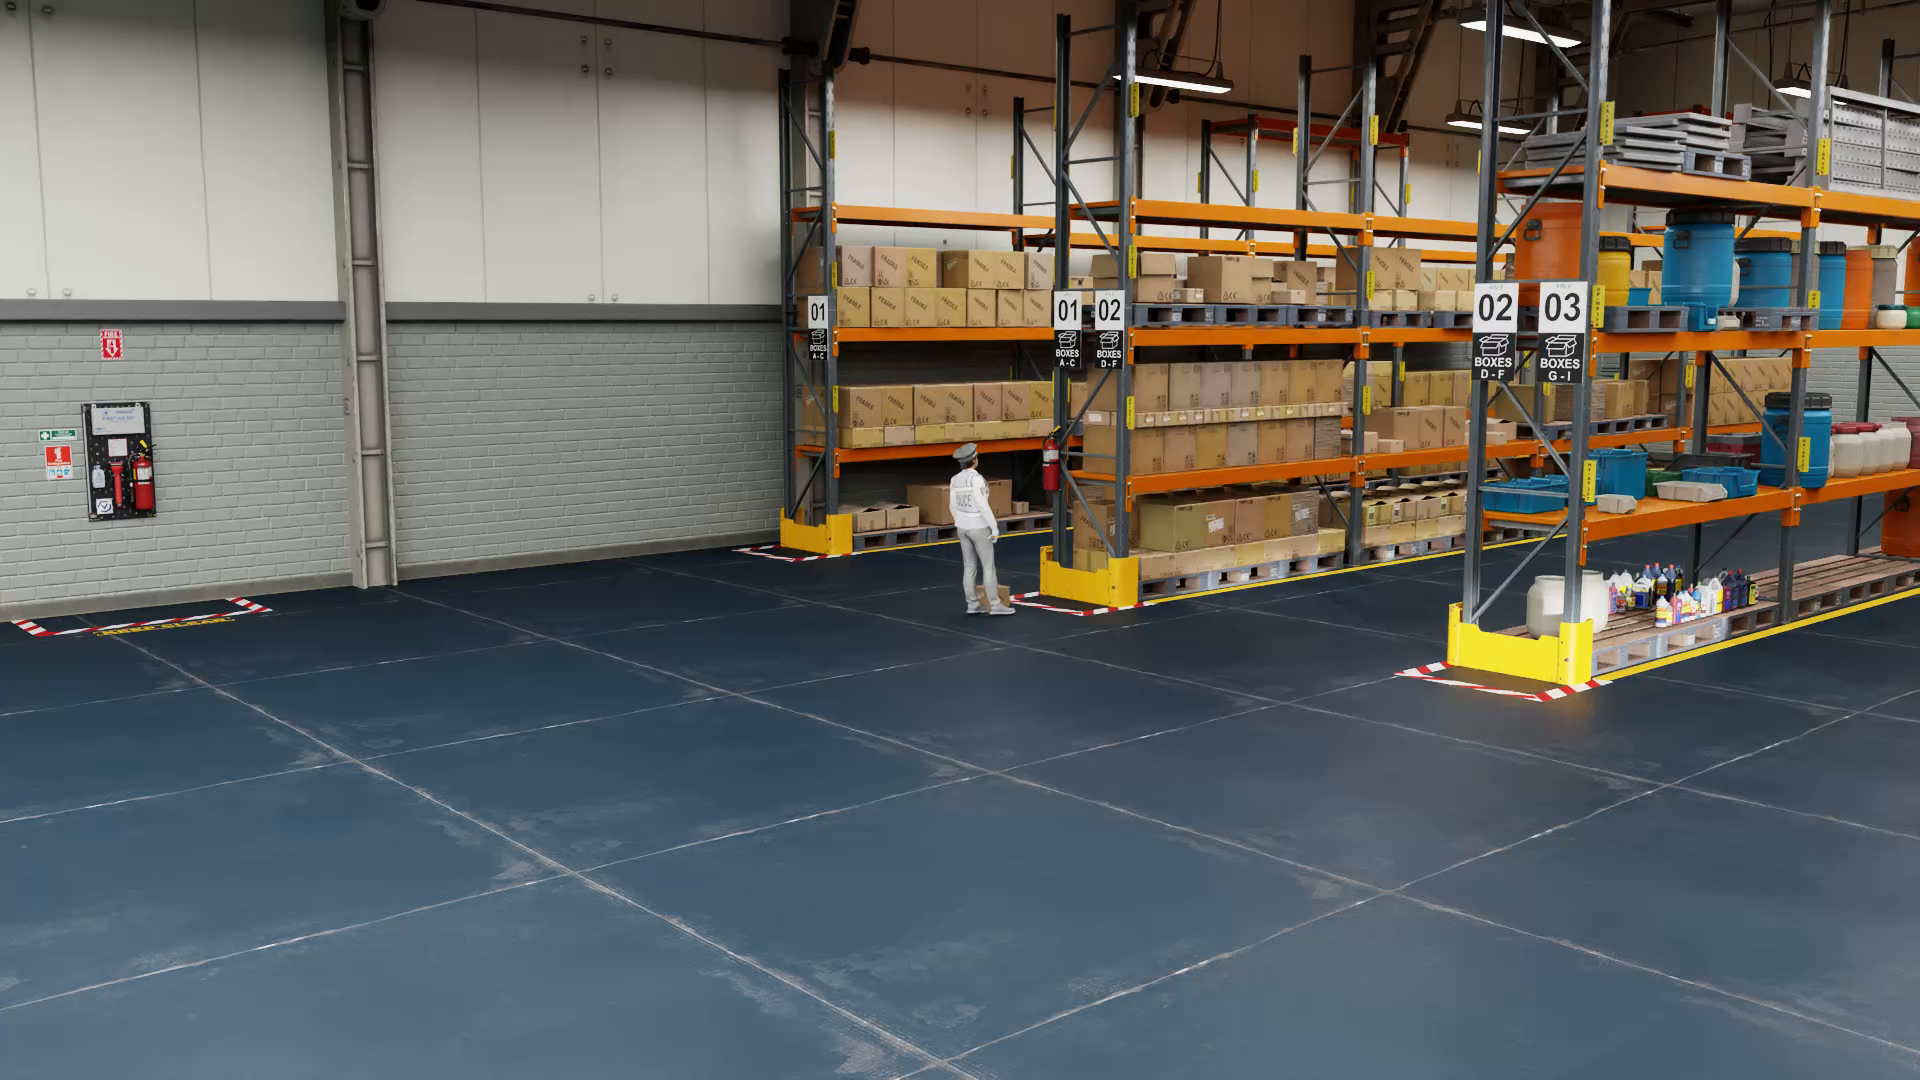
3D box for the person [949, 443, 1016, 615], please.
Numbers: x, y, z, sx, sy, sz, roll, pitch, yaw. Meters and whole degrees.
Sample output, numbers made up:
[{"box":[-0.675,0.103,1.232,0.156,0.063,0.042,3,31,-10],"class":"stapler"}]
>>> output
[{"box":[0.189,-0.113,16.454,0.531,1.694,0.586,-7,10,-41],"class":"person"}]
